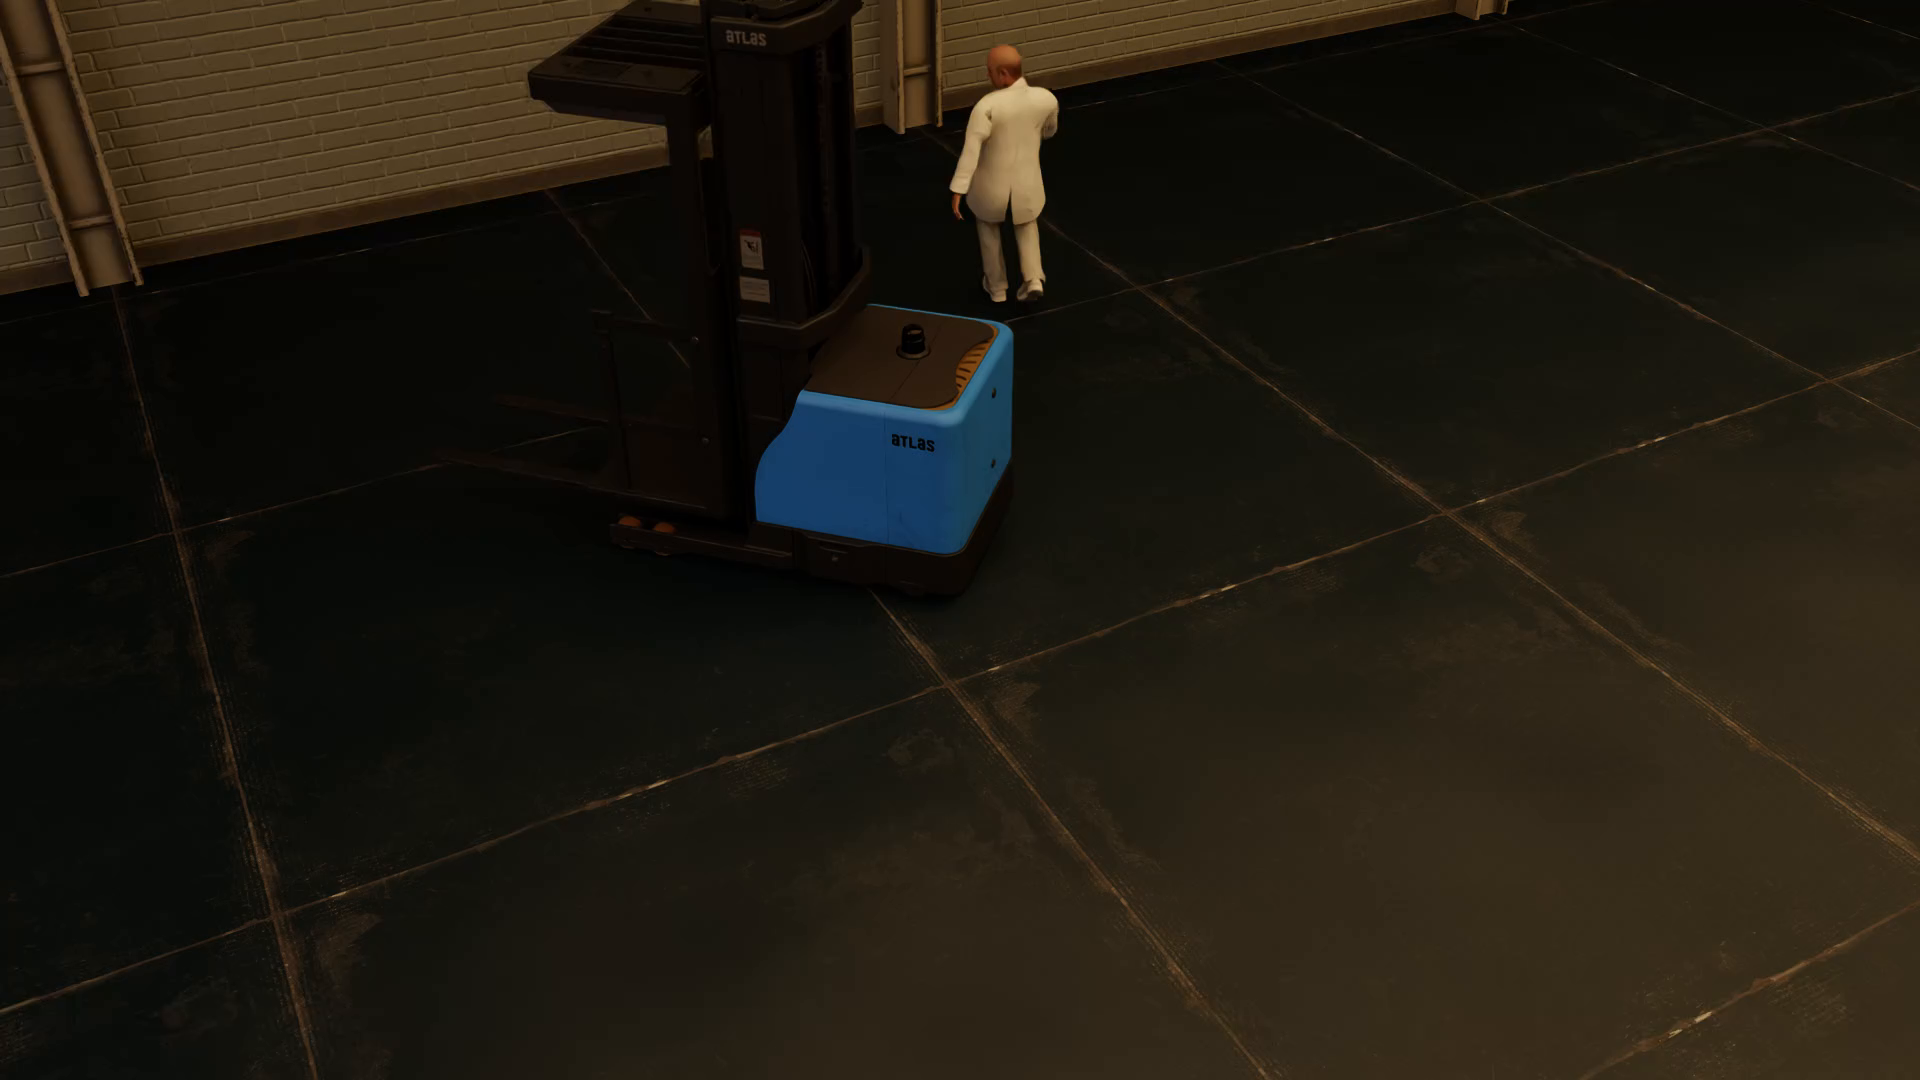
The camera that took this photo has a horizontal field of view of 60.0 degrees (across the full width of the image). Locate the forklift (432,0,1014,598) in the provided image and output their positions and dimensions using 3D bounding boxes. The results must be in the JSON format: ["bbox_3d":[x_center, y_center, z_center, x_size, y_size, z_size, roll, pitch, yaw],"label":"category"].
[{"bbox_3d":[-1.293,-1.397,8.100,3.031,2.935,1.130,10,36,14],"label":"forklift"}]

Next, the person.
[{"bbox_3d":[0.257,-2.249,10.365,0.740,1.719,0.688,-6,36,-8],"label":"person"}]
